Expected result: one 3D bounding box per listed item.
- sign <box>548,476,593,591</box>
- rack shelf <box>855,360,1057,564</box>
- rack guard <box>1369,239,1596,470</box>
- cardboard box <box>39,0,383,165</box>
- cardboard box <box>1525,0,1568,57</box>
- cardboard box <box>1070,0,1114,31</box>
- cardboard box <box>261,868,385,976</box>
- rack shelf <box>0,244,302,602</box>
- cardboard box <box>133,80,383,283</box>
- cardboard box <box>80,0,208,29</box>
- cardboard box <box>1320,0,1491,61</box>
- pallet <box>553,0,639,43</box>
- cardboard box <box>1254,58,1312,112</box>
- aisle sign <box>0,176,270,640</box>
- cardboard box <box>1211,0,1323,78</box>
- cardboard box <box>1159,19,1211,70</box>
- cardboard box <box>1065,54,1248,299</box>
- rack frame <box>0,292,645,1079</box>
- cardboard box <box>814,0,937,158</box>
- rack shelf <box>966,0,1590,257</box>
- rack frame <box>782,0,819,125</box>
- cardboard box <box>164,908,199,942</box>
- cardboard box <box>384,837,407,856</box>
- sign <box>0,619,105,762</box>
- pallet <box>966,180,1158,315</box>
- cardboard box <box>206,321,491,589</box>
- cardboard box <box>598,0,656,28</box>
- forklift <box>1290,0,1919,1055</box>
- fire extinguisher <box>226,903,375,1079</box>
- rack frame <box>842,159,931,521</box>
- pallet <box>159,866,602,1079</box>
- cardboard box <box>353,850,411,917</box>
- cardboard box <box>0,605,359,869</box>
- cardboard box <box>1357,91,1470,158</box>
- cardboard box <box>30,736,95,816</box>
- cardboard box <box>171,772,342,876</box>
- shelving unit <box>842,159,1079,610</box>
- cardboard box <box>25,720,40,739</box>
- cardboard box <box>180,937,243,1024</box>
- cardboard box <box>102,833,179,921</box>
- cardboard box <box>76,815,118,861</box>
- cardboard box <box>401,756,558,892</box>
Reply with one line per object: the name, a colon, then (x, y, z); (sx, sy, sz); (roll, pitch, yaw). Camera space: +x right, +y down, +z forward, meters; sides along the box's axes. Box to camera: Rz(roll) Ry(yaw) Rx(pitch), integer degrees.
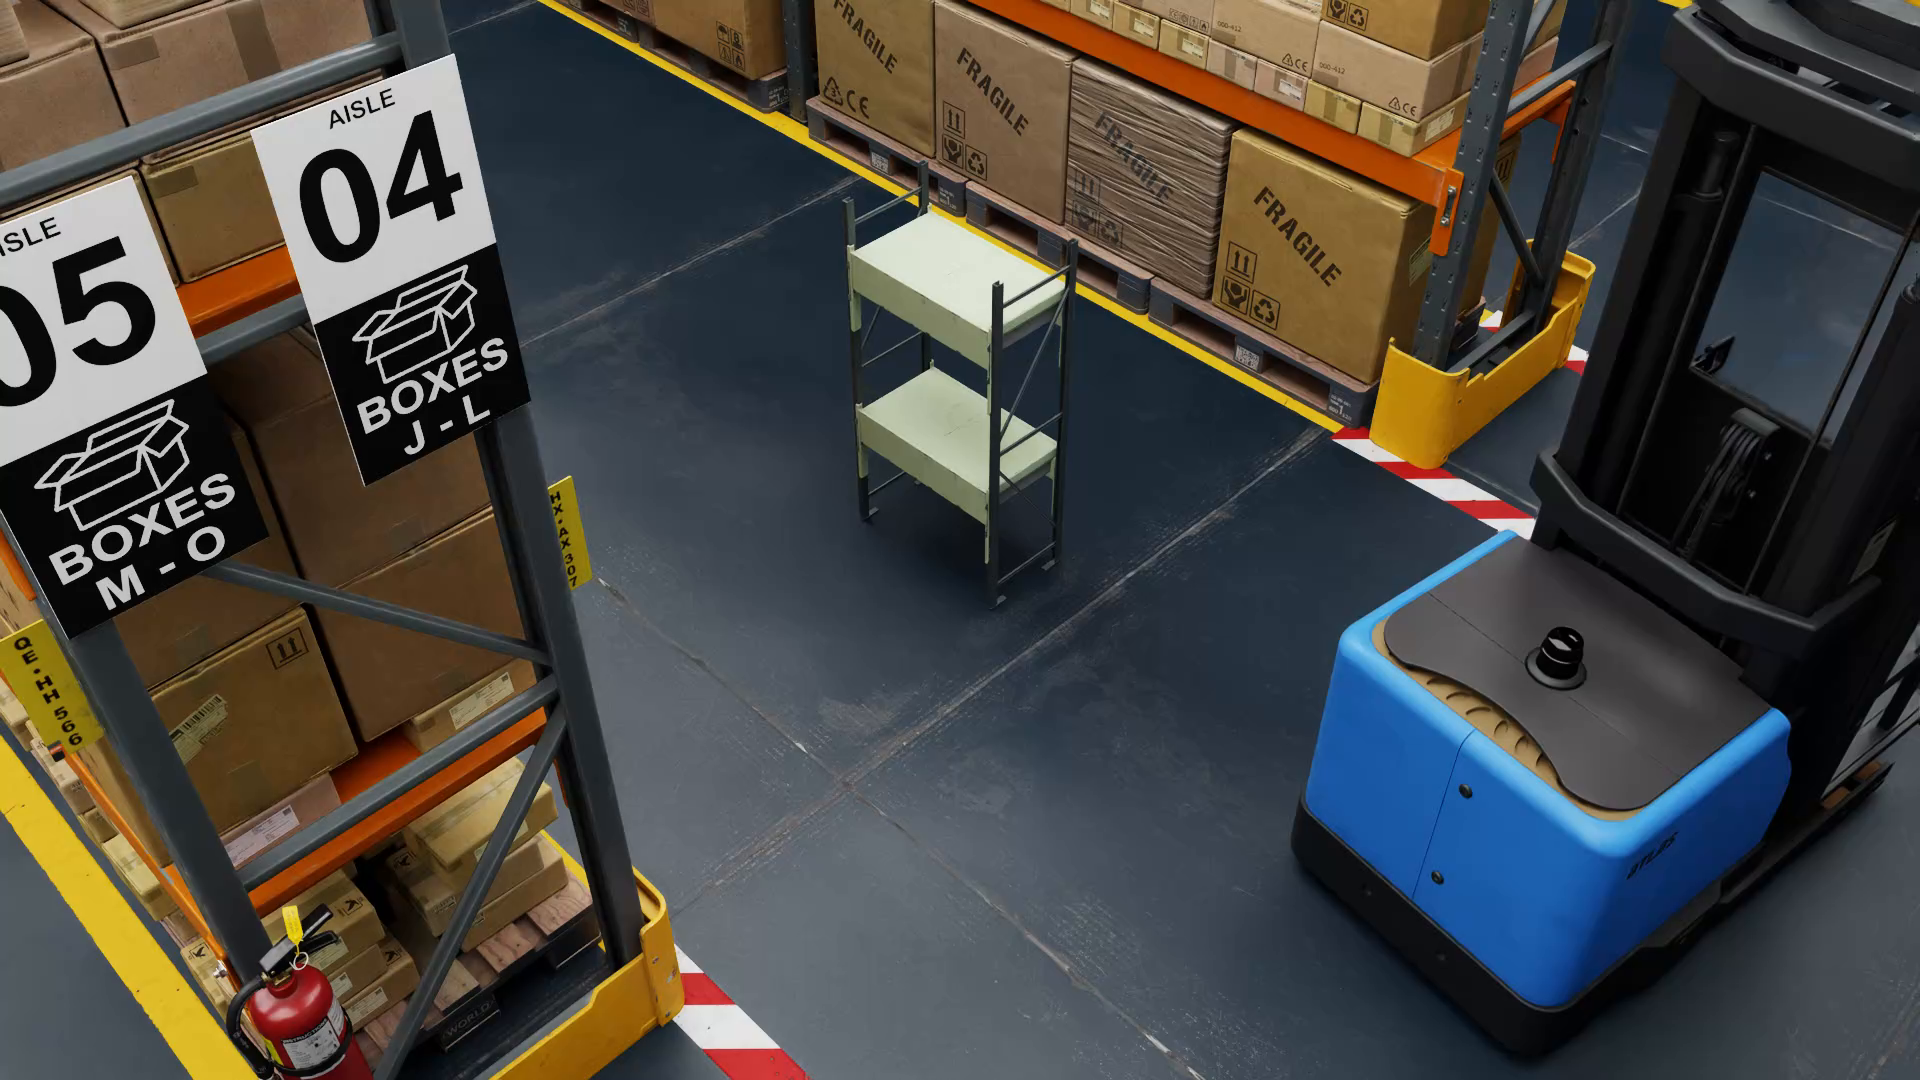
sign: (-0.929, -0.005, 3.907); (0.100, 0.325, 0.005); (-34, 53, -31)
rack shelf: (-0.005, -0.315, 6.466); (0.431, 0.370, 0.720); (-34, 53, -31)
rack guard: (2.287, -0.826, 7.275); (1.175, 0.500, 0.348); (-34, 53, -31)
cardboard box: (-1.446, -0.997, 3.151); (0.500, 0.250, 0.500); (-33, 52, -31)
cardboard box: (2.122, -2.169, 6.779); (0.500, 0.250, 0.500); (33, 52, 30)
cardboard box: (0.706, -2.411, 7.334); (0.380, 0.149, 0.250); (-33, 52, -31)
cardboard box: (-1.866, 1.115, 4.686); (0.380, 0.149, 0.250); (-33, 52, -31)
rack shelf: (-2.725, -1.225, 4.185); (1.077, 0.370, 4.000); (-34, 53, -31)
cardboard box: (-1.449, -0.811, 3.318); (0.500, 0.250, 0.500); (-32, 52, -30)
cardboard box: (-1.380, -1.068, 2.934); (0.250, 0.149, 0.380); (34, 52, 31)
cardboard box: (1.740, -2.193, 6.252); (0.500, 0.500, 0.500); (-33, 52, -31)
pallet: (-2.019, -3.574, 10.462); (1.003, 0.211, 1.213); (-34, 53, -31)
cardboard box: (1.423, -1.922, 6.805); (0.380, 0.149, 0.250); (-34, 52, -31)
aisle sign: (-1.474, -0.203, 2.843); (0.394, 0.787, 0.004); (-34, 53, -31)
cardboard box: (1.382, -2.159, 6.768); (0.500, 0.250, 0.500); (33, 52, 31)
cardboard box: (1.063, -2.166, 7.069); (0.250, 0.149, 0.380); (33, 52, 31)
cardboard box: (1.119, -1.836, 7.782); (0.875, 0.875, 0.875); (-34, 53, -31)
rack frame: (-1.313, 0.573, 3.919); (1.000, 3.000, 0.127); (-34, 53, -31)
cardboard box: (-0.145, -2.696, 8.713); (0.875, 0.875, 0.875); (-34, 53, -31)
rack shelf: (0.858, -2.452, 7.723); (1.077, 0.370, 4.000); (-34, 53, -31)
rack frame: (-0.555, -3.677, 8.519); (1.000, 3.000, 0.127); (-34, 53, -31)
cardboard box: (-2.256, 0.991, 5.039); (0.250, 0.149, 0.380); (32, 52, 30)
cardboard box: (-1.655, 0.823, 5.221); (0.250, 0.149, 0.380); (34, 52, 31)
sign: (-1.720, 0.288, 3.142); (0.100, 0.325, 0.005); (-34, 53, -31)
pallet: (0.793, -1.664, 8.395); (1.003, 0.211, 1.213); (-34, 53, -31)
cardboard box: (-1.442, -0.283, 3.816); (0.500, 0.500, 0.500); (34, 52, 31)
cardboard box: (-1.652, -3.778, 9.885); (0.875, 0.875, 1.225); (32, 52, 30)
forklift: (2.585, -0.355, 4.974); (3.031, 2.935, 1.130); (-27, 49, -26)
fire extinguisher: (-1.462, 1.081, 3.702); (0.296, 0.674, 0.183); (-34, 53, -31)
rack frame: (-0.263, -0.730, 6.435); (0.400, 1.500, 0.023); (-34, 53, -31)
pallet: (-1.915, 1.154, 5.346); (1.003, 0.211, 1.213); (-34, 53, -31)
cardboard box: (-1.699, 0.974, 5.276); (0.250, 0.149, 0.380); (34, 53, 31)
cardboard box: (-1.813, 0.335, 3.885); (0.500, 0.500, 0.500); (-33, 52, -31)
cardboard box: (1.786, -1.676, 6.539); (0.380, 0.149, 0.250); (-33, 52, -31)
cardboard box: (-2.643, 0.646, 5.194); (0.380, 0.149, 0.250); (-32, 52, -30)
cardboard box: (-1.743, 0.644, 4.028); (0.380, 0.149, 0.250); (-34, 53, -31)
shelving unit: (-0.005, -0.554, 6.244); (0.431, 1.500, 0.755); (-34, 53, -31)
cardboard box: (-2.799, 0.617, 5.445); (0.380, 0.149, 0.250); (-31, 51, -29)
cardboard box: (-2.086, 1.238, 4.991); (0.380, 0.149, 0.250); (-32, 52, -30)
cardboard box: (-2.276, 0.903, 4.915); (0.250, 0.149, 0.380); (33, 52, 31)
cardboard box: (-2.619, 0.865, 5.395); (0.250, 0.149, 0.380); (32, 51, 30)
cardboard box: (-1.442, 0.833, 4.991); (0.250, 0.149, 0.380); (32, 51, 30)
